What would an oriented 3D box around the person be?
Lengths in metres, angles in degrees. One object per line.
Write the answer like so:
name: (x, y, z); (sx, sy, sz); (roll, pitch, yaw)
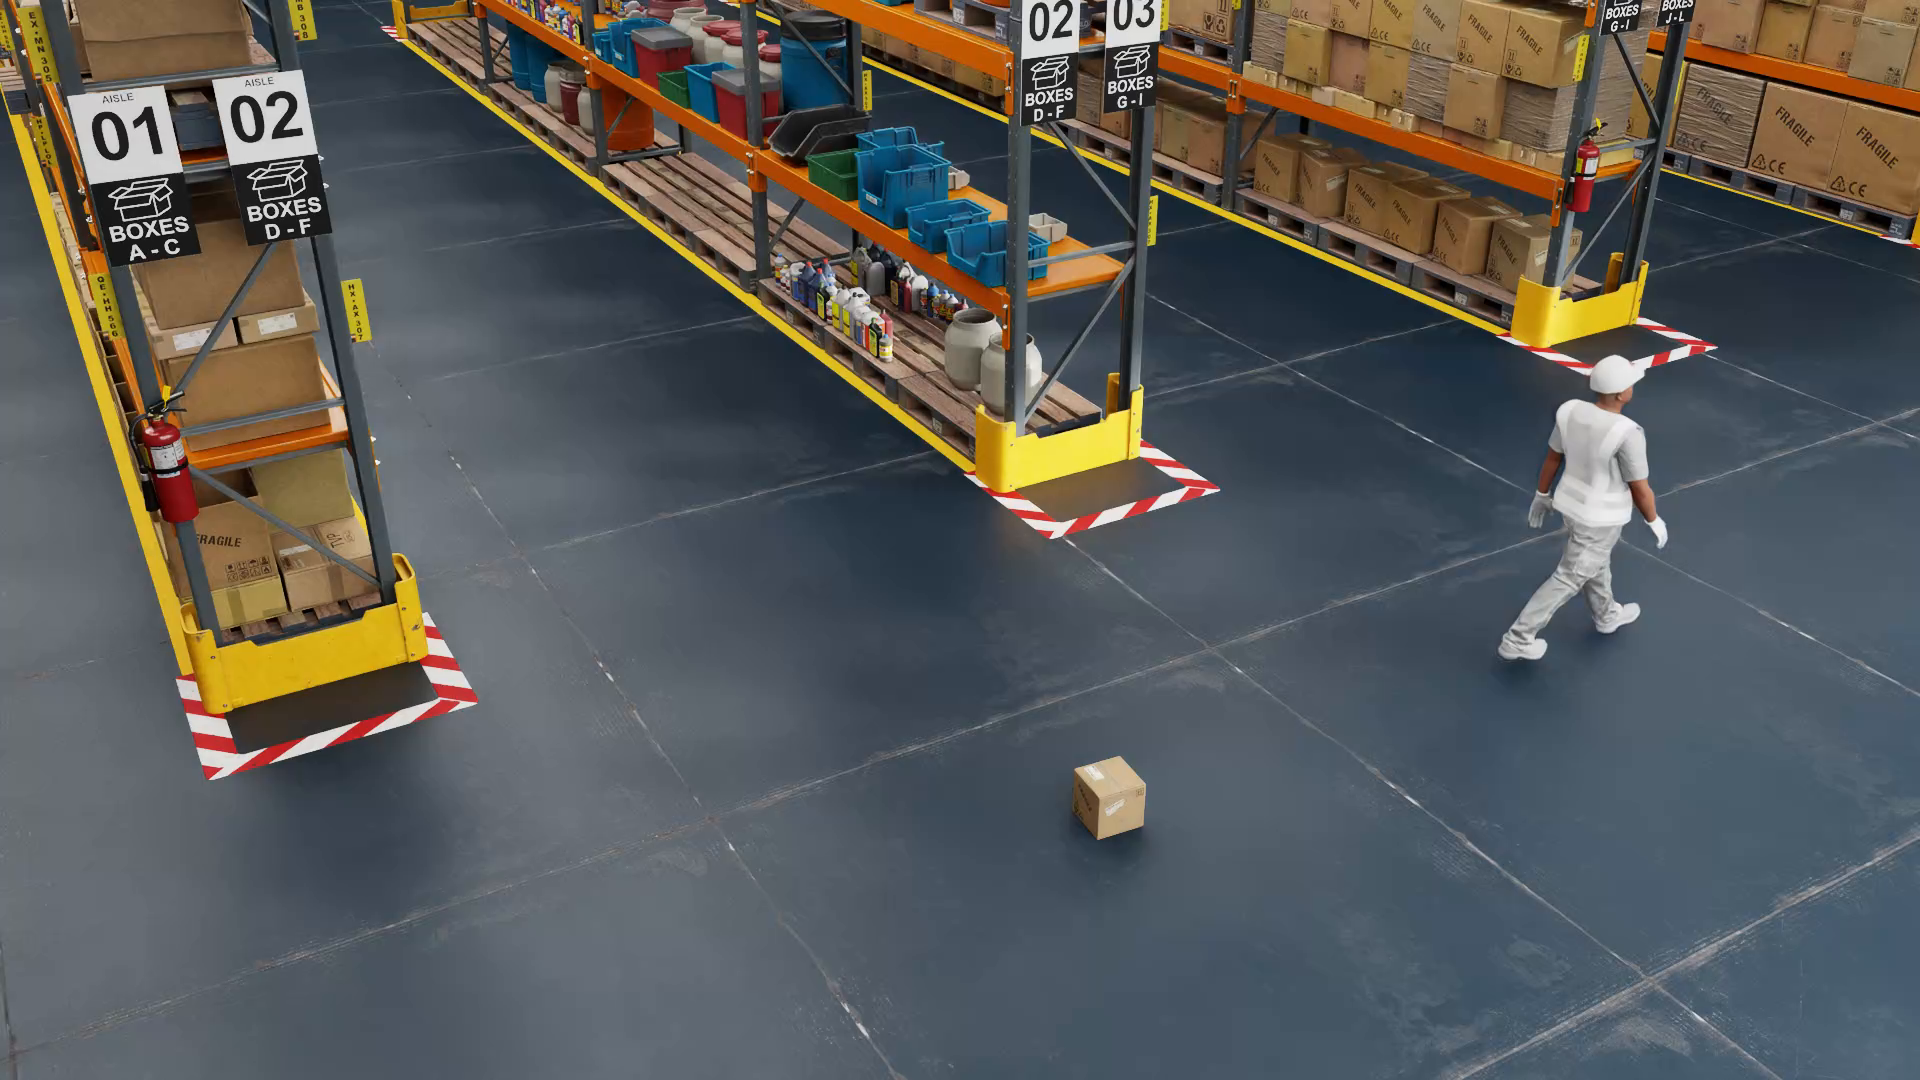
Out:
person: (3.421, -0.164, 8.850); (1.054, 1.740, 0.604); (-10, 30, -17)
